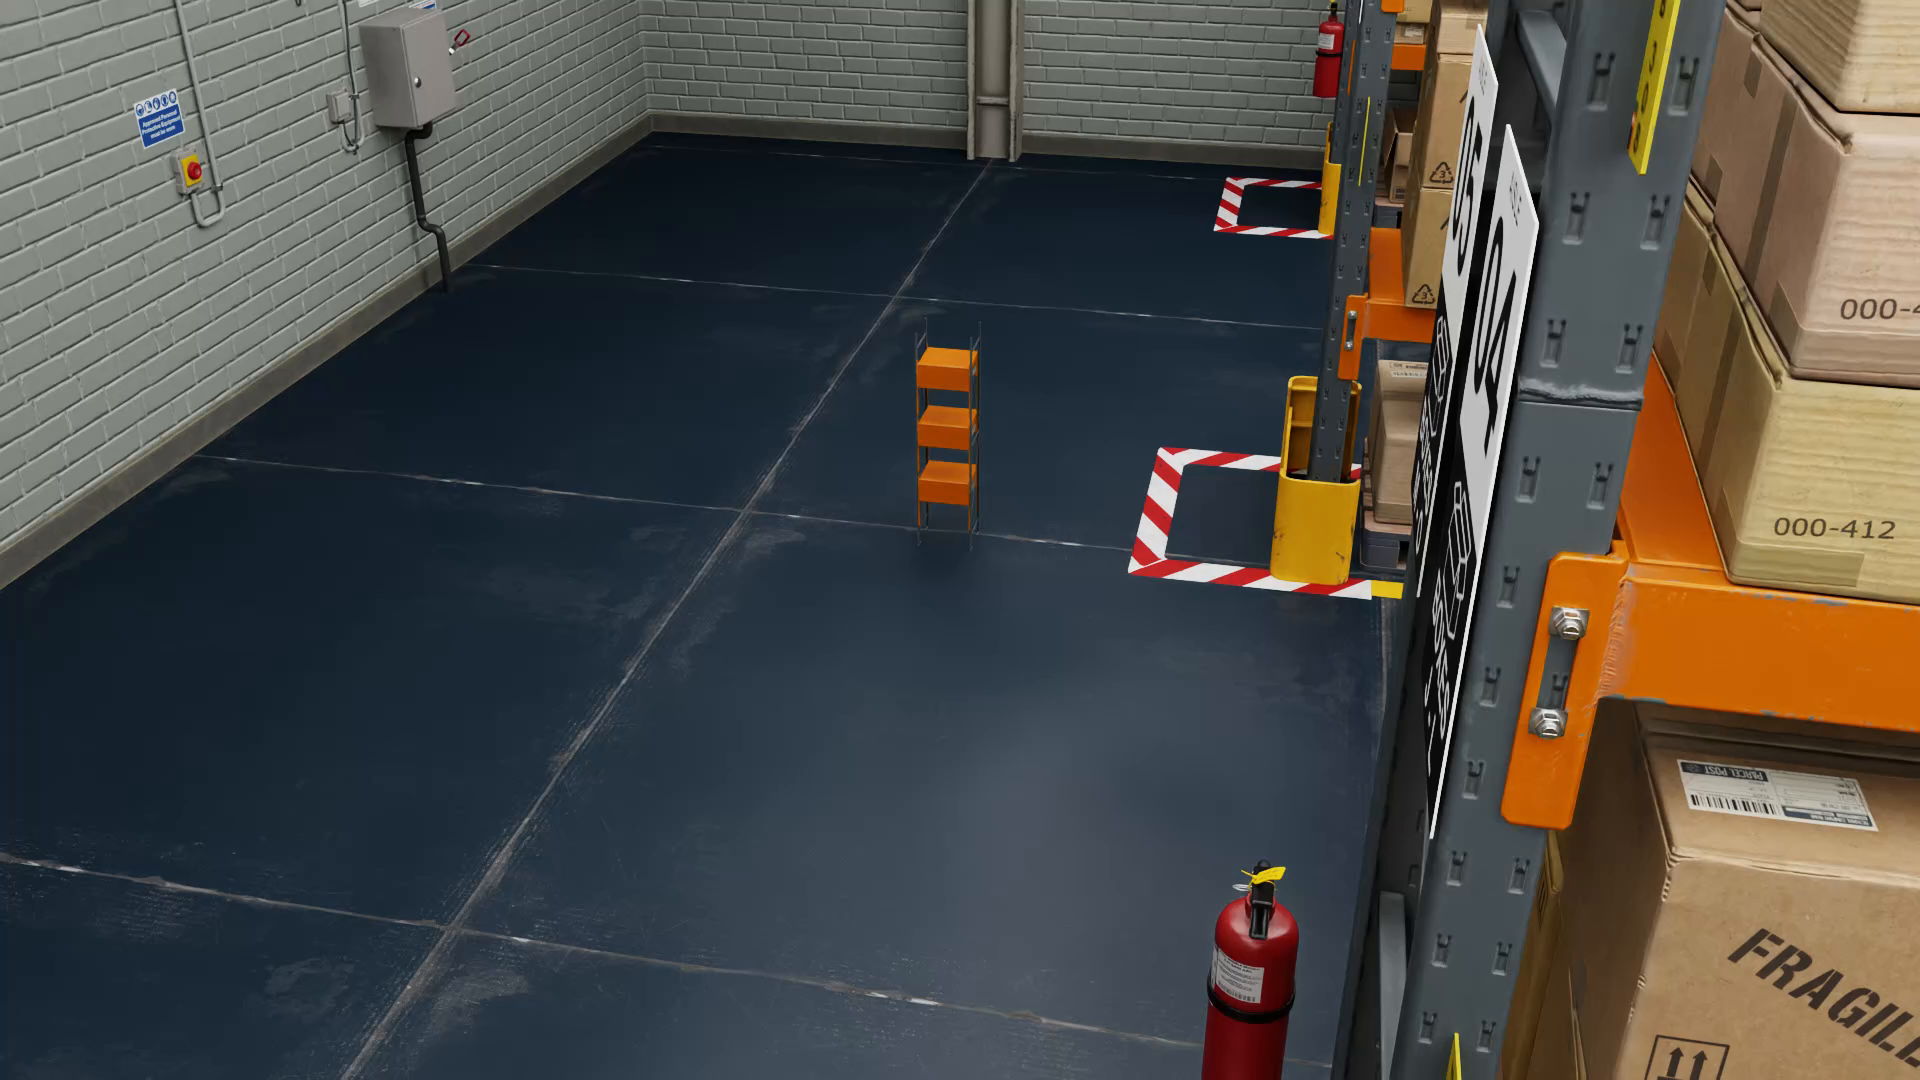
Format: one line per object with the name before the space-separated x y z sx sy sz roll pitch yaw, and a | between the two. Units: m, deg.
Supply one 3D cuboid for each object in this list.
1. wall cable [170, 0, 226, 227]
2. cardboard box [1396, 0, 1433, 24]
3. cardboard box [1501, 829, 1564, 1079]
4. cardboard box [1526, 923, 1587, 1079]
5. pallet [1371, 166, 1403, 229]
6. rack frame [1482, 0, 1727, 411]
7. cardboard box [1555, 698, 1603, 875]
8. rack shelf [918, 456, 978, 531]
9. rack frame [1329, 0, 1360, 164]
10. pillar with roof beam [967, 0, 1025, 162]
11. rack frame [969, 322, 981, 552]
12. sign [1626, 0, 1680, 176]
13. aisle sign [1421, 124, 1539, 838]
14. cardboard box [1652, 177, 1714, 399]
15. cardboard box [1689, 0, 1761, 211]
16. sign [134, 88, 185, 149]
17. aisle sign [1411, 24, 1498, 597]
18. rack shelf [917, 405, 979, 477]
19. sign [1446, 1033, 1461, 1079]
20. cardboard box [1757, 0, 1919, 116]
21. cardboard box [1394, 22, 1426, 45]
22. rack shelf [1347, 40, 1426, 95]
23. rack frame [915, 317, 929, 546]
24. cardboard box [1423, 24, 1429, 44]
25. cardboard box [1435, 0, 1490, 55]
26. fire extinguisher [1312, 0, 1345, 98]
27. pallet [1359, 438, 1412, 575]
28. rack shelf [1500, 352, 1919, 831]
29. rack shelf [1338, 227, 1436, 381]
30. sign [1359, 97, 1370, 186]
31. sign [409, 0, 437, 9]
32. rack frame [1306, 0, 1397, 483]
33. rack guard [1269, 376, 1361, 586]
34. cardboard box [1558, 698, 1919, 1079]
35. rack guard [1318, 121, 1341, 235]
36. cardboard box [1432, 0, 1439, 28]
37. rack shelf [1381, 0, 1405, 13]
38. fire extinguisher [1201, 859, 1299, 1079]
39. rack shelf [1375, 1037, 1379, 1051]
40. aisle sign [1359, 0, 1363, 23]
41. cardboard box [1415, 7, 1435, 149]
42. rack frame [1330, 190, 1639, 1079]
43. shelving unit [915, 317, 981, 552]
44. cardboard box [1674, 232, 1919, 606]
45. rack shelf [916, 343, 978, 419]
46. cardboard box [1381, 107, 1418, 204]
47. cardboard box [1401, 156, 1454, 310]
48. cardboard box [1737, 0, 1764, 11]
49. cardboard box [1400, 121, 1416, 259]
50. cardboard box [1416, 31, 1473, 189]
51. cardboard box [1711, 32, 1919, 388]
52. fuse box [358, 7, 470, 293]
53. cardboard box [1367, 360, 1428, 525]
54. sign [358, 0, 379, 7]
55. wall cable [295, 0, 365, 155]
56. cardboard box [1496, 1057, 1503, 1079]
wall cable | -3.825 -2.410 7.937 0.123 1.953 0.585 6 29 11
cardboard box | 3.115 -3.620 11.085 0.500 0.250 0.500 6 29 11
cardboard box | 1.253 0.689 2.954 0.500 0.500 0.500 6 29 12
cardboard box | 1.141 0.940 2.496 0.500 0.500 0.500 7 30 13
pallet | 3.582 -2.417 11.945 1.213 0.211 1.003 6 29 11
rack frame | 0.760 -1.692 1.470 0.127 3.000 1.000 6 29 11
cardboard box | 1.259 0.255 2.705 0.500 0.500 0.500 5 29 10
rack shelf | -0.052 -0.213 7.646 0.240 0.259 0.215 6 29 11
rack frame | 2.728 -3.727 11.434 0.127 3.000 1.000 6 29 11
pillar with roof beam | -0.620 -5.031 7.568 0.400 9.000 9.100 6 29 11
rack frame | 0.067 -0.454 7.485 0.008 1.050 0.200 6 29 11
sign | 0.647 -0.505 1.515 0.005 0.325 0.100 6 29 11
aisle sign | 0.626 -0.068 2.043 0.004 0.787 0.394 6 29 11
cardboard box | 1.260 -0.389 2.370 0.500 0.250 0.500 5 29 9
cardboard box | 1.263 -0.603 2.241 0.500 0.250 0.500 5 29 9
sign | -3.894 -2.052 8.093 0.001 0.218 0.327 6 29 11
aisle sign | 0.751 -0.349 2.558 0.004 0.787 0.394 6 29 11
rack shelf | -0.052 -0.457 7.513 0.240 0.259 0.215 6 29 11
sign | 0.647 0.814 2.238 0.005 0.325 0.100 6 29 11
cardboard box | 1.029 -0.566 1.756 0.250 0.149 0.380 6 29 10
cardboard box | 2.992 -3.455 11.199 0.250 0.149 0.380 6 29 10
rack shelf | 4.684 -3.211 11.241 4.000 0.370 1.077 6 29 11
rack frame | -0.172 -0.478 7.530 0.008 1.050 0.200 6 29 11
cardboard box | 3.250 -3.451 11.192 0.250 0.149 0.380 7 29 12
cardboard box | 1.984 -1.997 6.453 0.250 0.149 0.380 6 29 12
fire extinguisher | 2.487 -3.327 11.173 0.183 0.674 0.296 6 29 11
pallet | 2.493 -0.129 7.766 1.213 0.211 1.003 6 29 11
rack shelf | 2.716 0.139 1.997 4.000 0.370 1.077 6 29 11
rack shelf | 3.651 -0.880 6.982 4.000 0.370 1.077 6 29 11
sign | 1.573 -1.550 6.474 0.005 0.325 0.100 6 29 11
sign | -3.343 -3.133 10.448 0.001 0.494 0.329 6 29 11
rack frame | 1.695 -1.396 7.176 0.127 3.000 1.000 6 29 11
rack guard | 1.671 -0.302 7.780 0.348 0.500 1.175 6 29 11
cardboard box | 1.143 0.496 2.266 0.500 0.500 0.500 6 29 10
rack guard | 2.802 -2.623 12.021 0.348 0.500 1.175 6 29 11
cardboard box | 2.088 -2.221 6.862 0.250 0.149 0.380 6 29 11
rack shelf | 3.651 -2.195 6.262 4.000 0.370 1.077 6 29 11
fire extinguisher | 0.610 0.895 3.461 0.183 0.674 0.296 6 29 11
rack shelf | 2.716 1.455 2.717 4.000 0.370 1.077 6 29 11
aisle sign | 1.564 -2.407 6.316 0.004 0.787 0.394 6 29 11
cardboard box | 2.216 -1.942 7.028 0.500 0.500 0.500 7 29 12
rack frame | 0.760 0.939 2.911 0.127 3.000 1.000 6 29 11
shelving unit | -0.052 -0.466 7.508 0.252 1.050 0.215 6 29 11
cardboard box | 1.146 -0.146 1.925 0.500 0.250 0.500 7 29 12
rack shelf | -0.052 -0.705 7.377 0.240 0.259 0.215 6 29 11
cardboard box | 3.306 -2.711 11.740 0.637 0.503 0.797 5 29 9
cardboard box | 2.104 -1.257 6.818 0.500 0.500 0.500 6 29 10
cardboard box | 1.146 -0.810 2.202 0.250 0.149 0.380 6 29 10
cardboard box | 2.222 -1.515 7.290 0.500 0.500 0.500 6 29 11
cardboard box | 2.105 -1.696 6.579 0.500 0.500 0.500 5 29 9
cardboard box | 1.145 -0.363 1.802 0.500 0.250 0.500 6 29 11
fuse box | -3.243 -2.357 10.273 0.414 1.711 0.539 6 29 11
cardboard box | 2.361 -0.437 7.655 0.875 0.438 0.875 5 29 9
sign | -3.457 -3.279 9.756 0.001 0.242 0.339 6 29 11
wall cable | -3.540 -3.063 9.163 0.122 1.984 0.588 6 29 11
cardboard box | 1.138 0.949 3.154 0.250 0.149 0.380 6 29 11
